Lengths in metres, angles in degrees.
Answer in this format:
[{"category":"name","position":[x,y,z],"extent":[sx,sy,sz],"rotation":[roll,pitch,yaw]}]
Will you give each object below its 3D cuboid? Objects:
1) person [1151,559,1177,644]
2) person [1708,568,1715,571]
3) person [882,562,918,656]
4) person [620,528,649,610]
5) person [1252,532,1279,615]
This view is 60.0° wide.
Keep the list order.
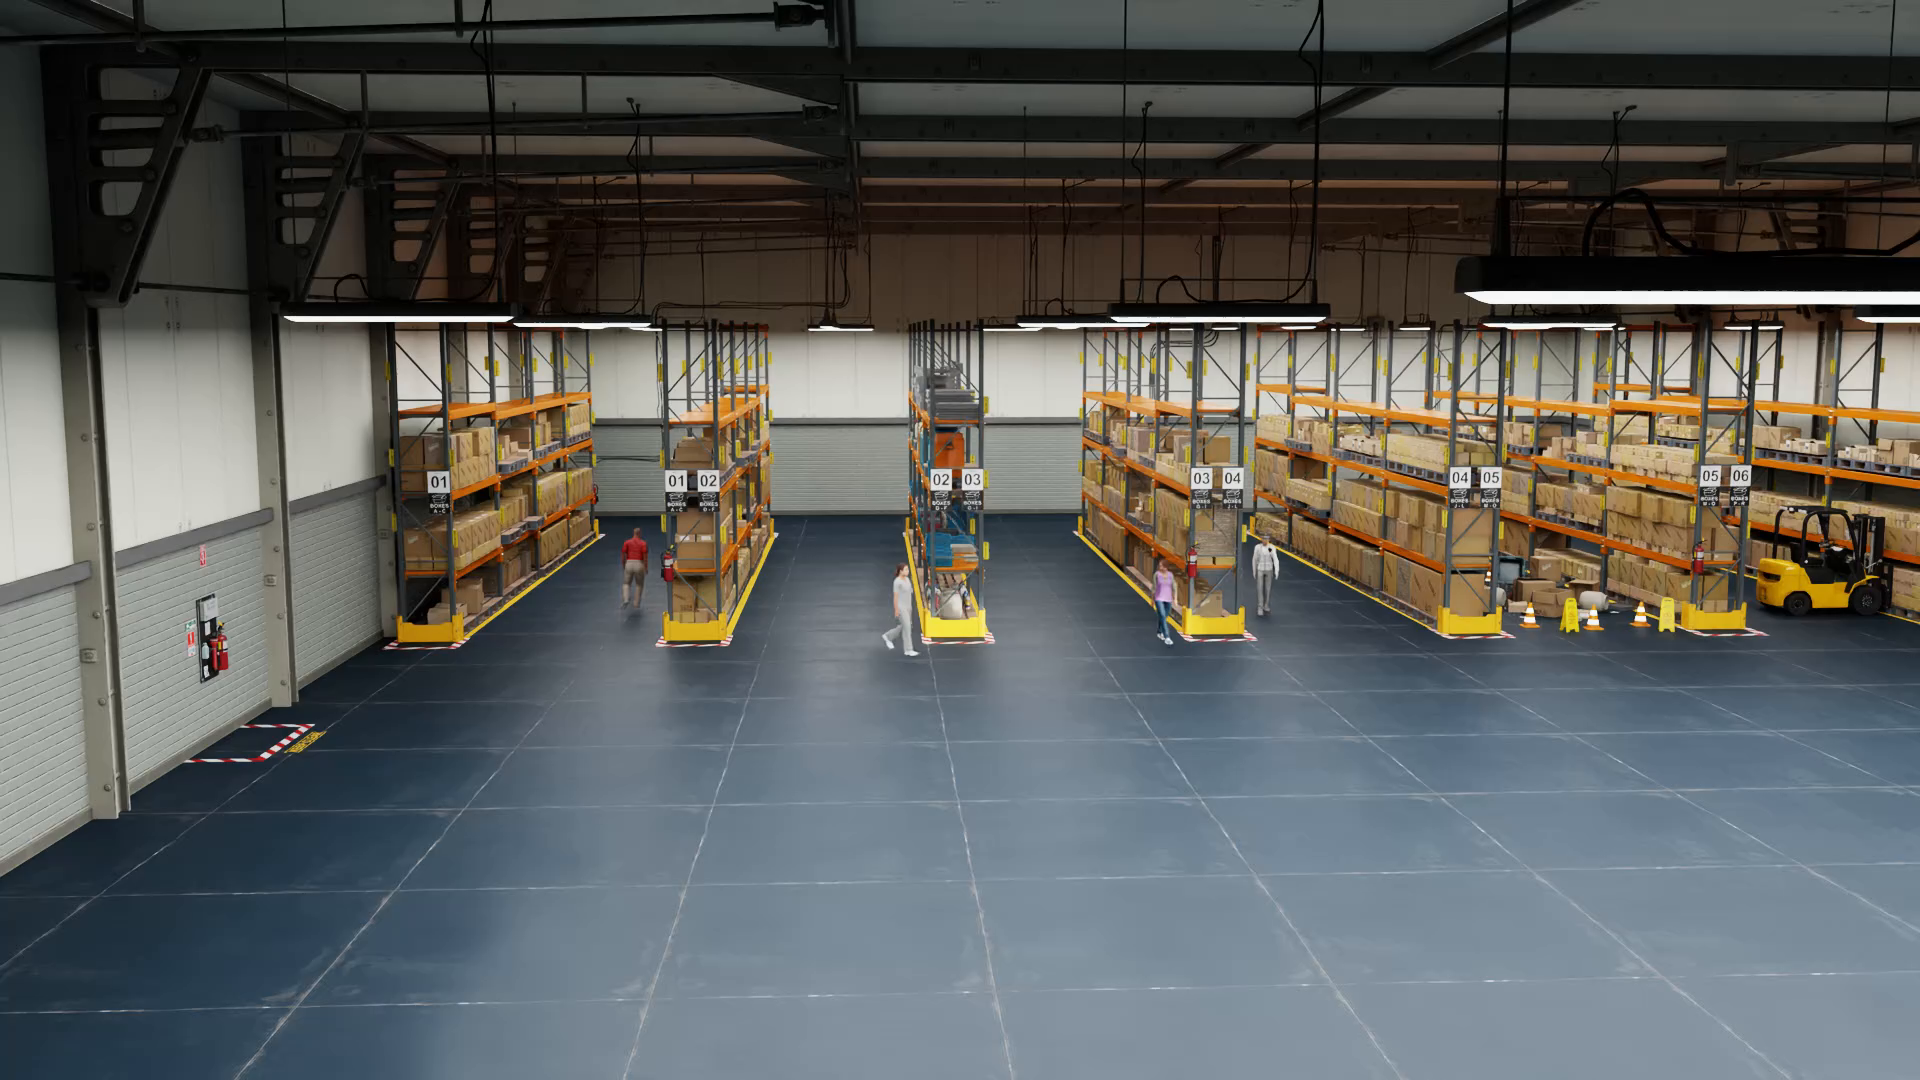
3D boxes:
[{"category":"person","position":[3.801,1.131,30.817],"extent":[0.443,1.556,0.916],"rotation":[-1,7,-11]},{"category":"person","position":[17.473,0.027,38.894],"extent":[0.518,1.766,0.543],"rotation":[-2,7,-19]},{"category":"person","position":[-1.026,1.217,29.816],"extent":[0.759,1.647,0.490],"rotation":[4,8,29]},{"category":"person","position":[-6.776,0.617,34.595],"extent":[0.594,1.700,0.656],"rotation":[0,7,0]},{"category":"person","position":[6.297,0.673,34.272],"extent":[0.535,1.676,0.654],"rotation":[1,7,7]}]
